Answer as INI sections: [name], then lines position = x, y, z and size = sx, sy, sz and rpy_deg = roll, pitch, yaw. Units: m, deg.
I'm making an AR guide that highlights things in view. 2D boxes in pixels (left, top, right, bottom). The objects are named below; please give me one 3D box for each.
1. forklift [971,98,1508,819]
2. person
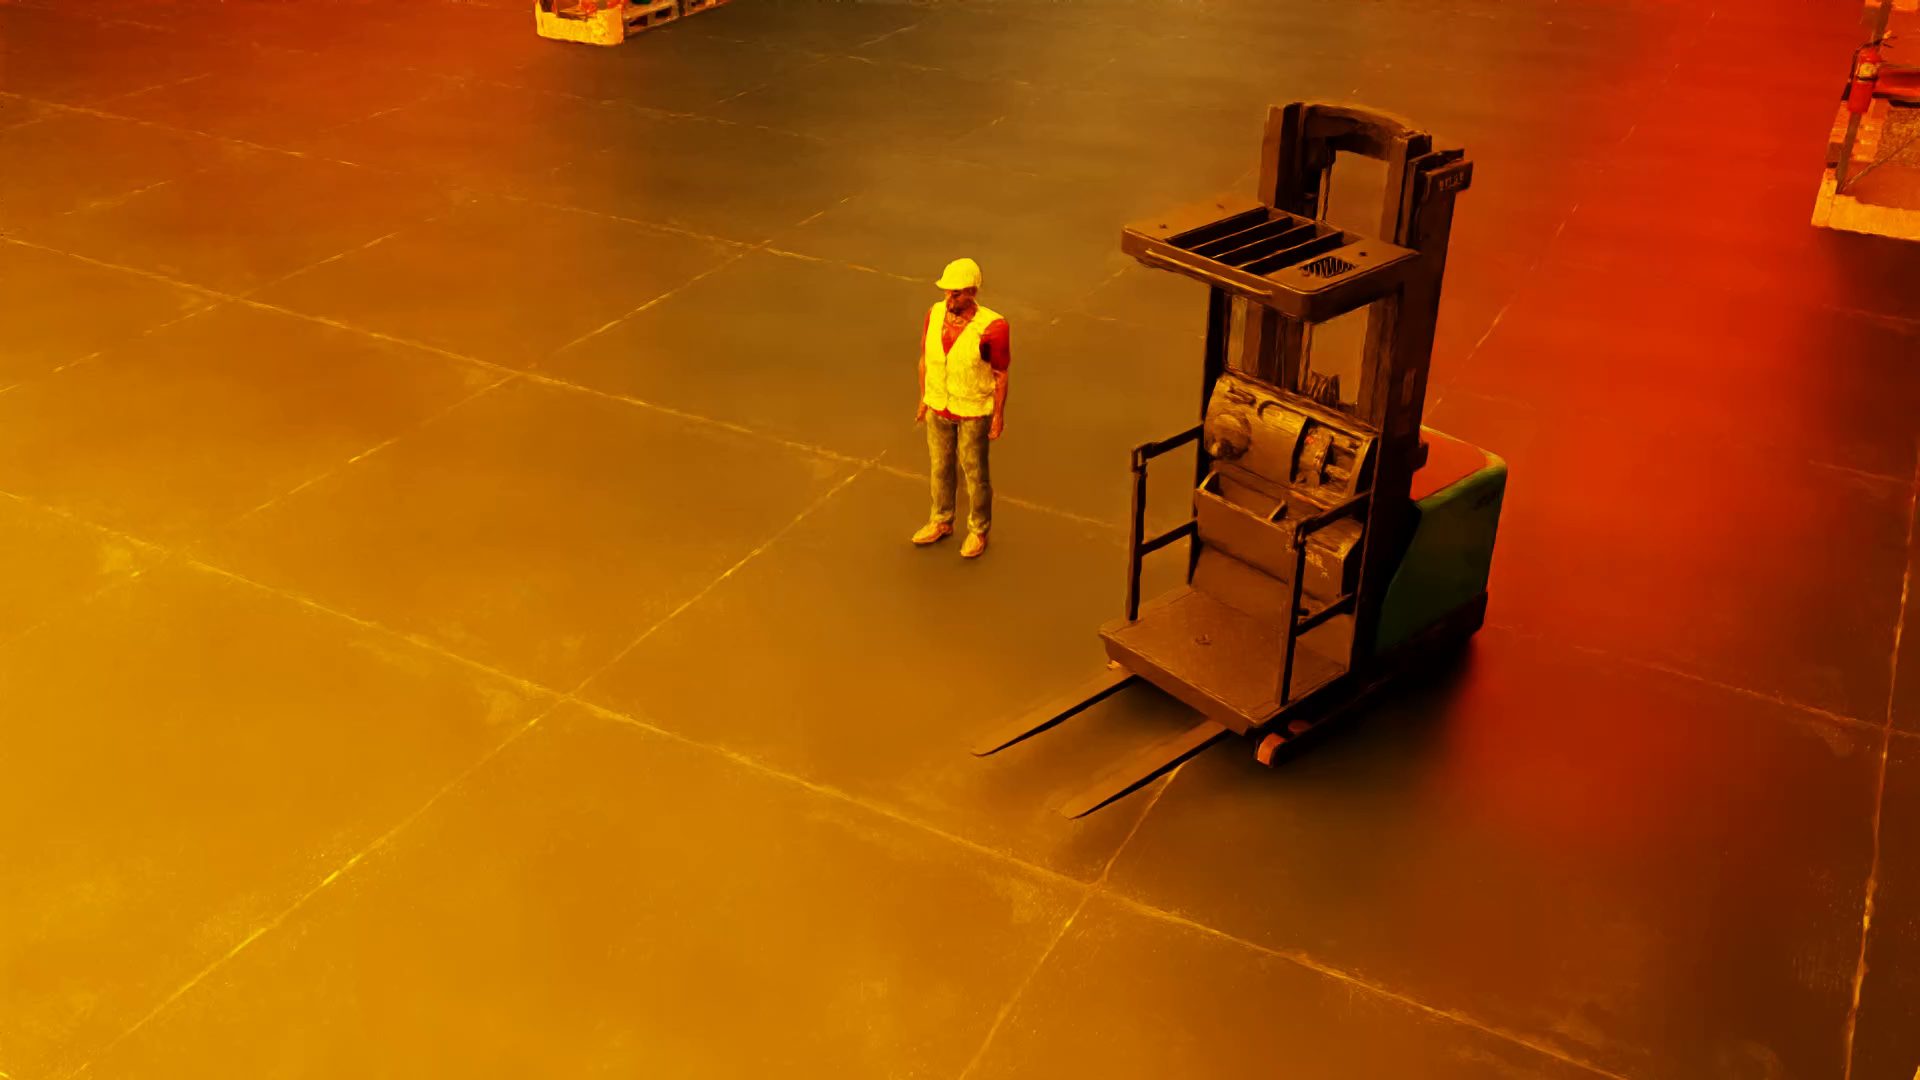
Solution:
[forklift]
position = 1.409, -0.457, 7.863
size = 3.031, 2.935, 1.130
rpy_deg = -24, 37, -35
[person]
position = -0.005, -0.760, 9.551
size = 0.559, 1.771, 0.367
rpy_deg = 15, 33, 25
